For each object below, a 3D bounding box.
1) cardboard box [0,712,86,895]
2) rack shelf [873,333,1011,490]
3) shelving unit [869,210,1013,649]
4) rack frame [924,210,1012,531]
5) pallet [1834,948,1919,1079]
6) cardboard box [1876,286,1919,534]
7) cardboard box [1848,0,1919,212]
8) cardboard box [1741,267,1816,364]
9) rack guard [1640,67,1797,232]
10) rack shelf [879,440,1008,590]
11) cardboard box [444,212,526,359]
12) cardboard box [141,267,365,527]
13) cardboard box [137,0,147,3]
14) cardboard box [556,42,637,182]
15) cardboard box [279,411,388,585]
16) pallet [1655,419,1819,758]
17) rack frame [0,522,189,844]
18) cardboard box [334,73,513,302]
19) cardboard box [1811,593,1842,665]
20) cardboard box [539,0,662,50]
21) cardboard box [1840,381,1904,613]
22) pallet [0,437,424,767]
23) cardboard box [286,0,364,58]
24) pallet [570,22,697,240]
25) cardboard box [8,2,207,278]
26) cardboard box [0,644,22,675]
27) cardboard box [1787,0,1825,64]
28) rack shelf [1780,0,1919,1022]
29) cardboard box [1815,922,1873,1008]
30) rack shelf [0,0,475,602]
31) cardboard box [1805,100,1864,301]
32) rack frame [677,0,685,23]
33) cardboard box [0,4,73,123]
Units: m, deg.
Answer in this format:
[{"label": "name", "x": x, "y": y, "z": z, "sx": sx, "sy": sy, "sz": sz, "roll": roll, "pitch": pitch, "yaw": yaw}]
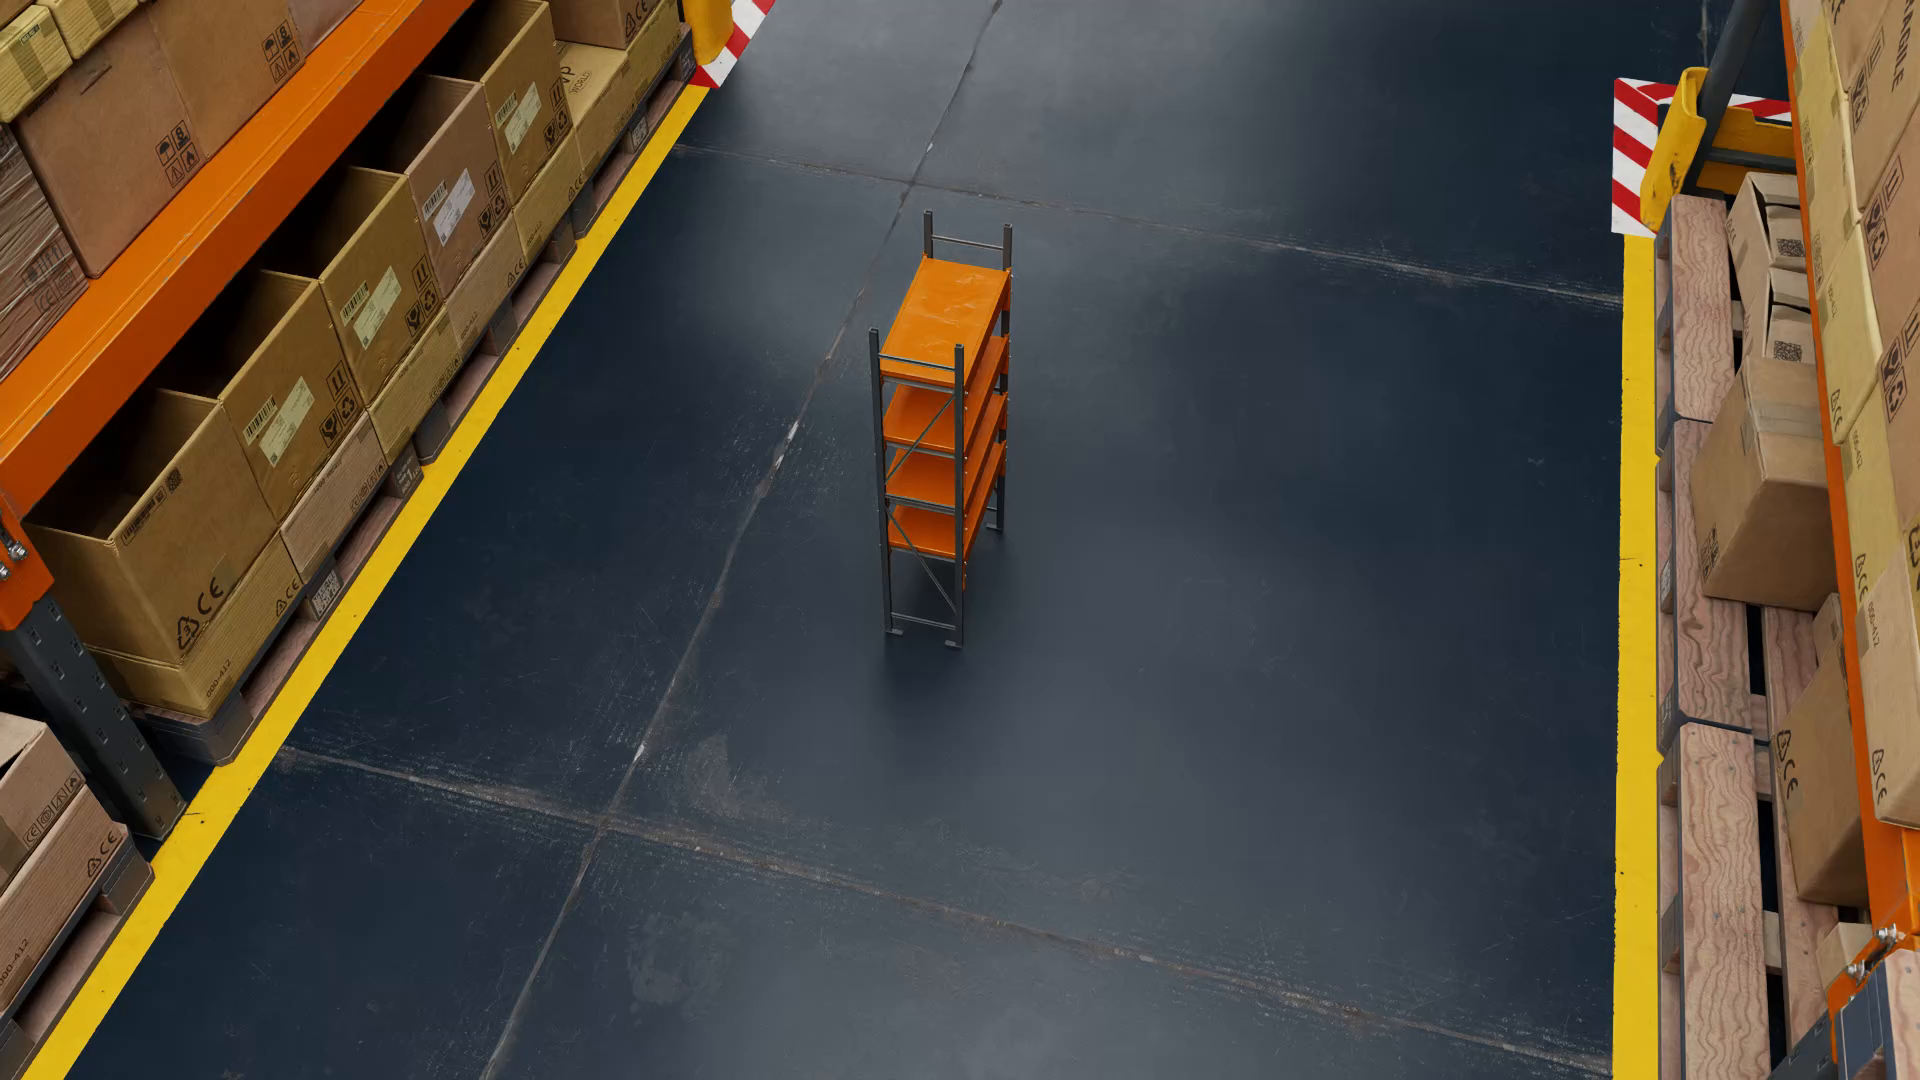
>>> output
[{"label": "cardboard box", "x": -2.461, "y": 0.623, "z": 3.879, "sx": 0.500, "sy": 0.311, "sz": 0.500, "roll": 12, "pitch": 50, "yaw": 10}, {"label": "rack shelf", "x": -0.044, "y": -0.381, "z": 4.577, "sx": 0.258, "sy": 0.148, "sz": 0.480, "roll": 12, "pitch": 50, "yaw": 10}, {"label": "shelving unit", "x": -0.044, "y": -0.277, "z": 4.694, "sx": 0.258, "sy": 1.200, "sz": 0.503, "roll": 12, "pitch": 50, "yaw": 10}, {"label": "rack frame", "x": 0.021, "y": -0.454, "z": 4.850, "sx": 0.240, "sy": 1.200, "sz": 0.015, "roll": 12, "pitch": 50, "yaw": 10}, {"label": "pallet", "x": 1.807, "y": 1.251, "z": 2.273, "sx": 1.003, "sy": 0.211, "sz": 1.213, "roll": 12, "pitch": 50, "yaw": 10}, {"label": "cardboard box", "x": 2.101, "y": -0.307, "z": 3.107, "sx": 0.500, "sy": 0.500, "sz": 0.500, "roll": 11, "pitch": 50, "yaw": 10}, {"label": "cardboard box", "x": 2.380, "y": -1.045, "z": 3.758, "sx": 0.500, "sy": 0.500, "sz": 0.500, "roll": 13, "pitch": 50, "yaw": 11}, {"label": "cardboard box", "x": 2.783, "y": -0.591, "z": 5.271, "sx": 0.500, "sy": 0.311, "sz": 0.500, "roll": 15, "pitch": 50, "yaw": 13}, {"label": "rack guard", "x": 3.182, "y": -1.348, "z": 6.106, "sx": 1.175, "sy": 0.500, "sz": 0.348, "roll": 12, "pitch": 50, "yaw": 10}, {"label": "rack shelf", "x": -0.044, "y": -0.101, "z": 4.894, "sx": 0.258, "sy": 0.148, "sz": 0.480, "roll": 12, "pitch": 50, "yaw": 10}, {"label": "cardboard box", "x": -1.818, "y": -0.900, "z": 5.598, "sx": 0.500, "sy": 0.250, "sz": 0.500, "roll": 12, "pitch": 50, "yaw": 10}, {"label": "cardboard box", "x": -2.083, "y": -0.426, "z": 4.679, "sx": 0.500, "sy": 0.500, "sz": 0.500, "roll": 12, "pitch": 50, "yaw": 10}, {"label": "cardboard box", "x": -2.106, "y": -1.454, "z": 4.034, "sx": 0.380, "sy": 0.149, "sz": 0.250, "roll": 10, "pitch": 49, "yaw": 9}, {"label": "cardboard box", "x": -1.555, "y": -1.624, "z": 6.236, "sx": 0.500, "sy": 0.250, "sz": 0.500, "roll": 12, "pitch": 50, "yaw": 10}, {"label": "cardboard box", "x": -2.080, "y": -0.177, "z": 4.959, "sx": 0.500, "sy": 0.250, "sz": 0.500, "roll": 12, "pitch": 50, "yaw": 10}, {"label": "pallet", "x": 2.611, "y": 0.208, "z": 4.926, "sx": 1.003, "sy": 0.211, "sz": 1.213, "roll": 12, "pitch": 50, "yaw": 10}, {"label": "rack frame", "x": -2.631, "y": -0.311, "z": 3.524, "sx": 1.000, "sy": 3.000, "sz": 0.127, "roll": 12, "pitch": 50, "yaw": 10}, {"label": "cardboard box", "x": -1.814, "y": -1.148, "z": 5.316, "sx": 0.500, "sy": 0.500, "sz": 0.500, "roll": 12, "pitch": 50, "yaw": 10}, {"label": "cardboard box", "x": 2.589, "y": 0.308, "z": 4.585, "sx": 0.380, "sy": 0.149, "sz": 0.250, "roll": 8, "pitch": 49, "yaw": 7}, {"label": "cardboard box", "x": -1.433, "y": -2.235, "z": 6.276, "sx": 0.500, "sy": 0.500, "sz": 0.500, "roll": 12, "pitch": 50, "yaw": 10}, {"label": "cardboard box", "x": 2.120, "y": -0.055, "z": 3.384, "sx": 0.500, "sy": 0.250, "sz": 0.500, "roll": 12, "pitch": 50, "yaw": 10}, {"label": "pallet", "x": -2.382, "y": 0.044, "z": 5.070, "sx": 1.003, "sy": 0.211, "sz": 1.213, "roll": 12, "pitch": 50, "yaw": 10}, {"label": "cardboard box", "x": -2.118, "y": -1.782, "z": 4.756, "sx": 0.700, "sy": 0.500, "sz": 0.500, "roll": 13, "pitch": 50, "yaw": 11}, {"label": "pallet", "x": -1.739, "y": -1.721, "z": 6.628, "sx": 1.003, "sy": 0.211, "sz": 1.213, "roll": 12, "pitch": 50, "yaw": 10}, {"label": "cardboard box", "x": -2.388, "y": -1.050, "z": 4.109, "sx": 0.700, "sy": 0.500, "sz": 0.500, "roll": 11, "pitch": 50, "yaw": 10}, {"label": "cardboard box", "x": -2.720, "y": 0.081, "z": 4.732, "sx": 0.500, "sy": 0.250, "sz": 0.500, "roll": 12, "pitch": 50, "yaw": 10}, {"label": "cardboard box", "x": 2.644, "y": -1.518, "z": 4.676, "sx": 0.500, "sy": 0.250, "sz": 0.500, "roll": 10, "pitch": 49, "yaw": 9}, {"label": "rack shelf", "x": 2.675, "y": -0.545, "z": 4.210, "sx": 1.077, "sy": 0.370, "sz": 4.000, "roll": 12, "pitch": 50, "yaw": 10}, {"label": "cardboard box", "x": 2.261, "y": 1.062, "z": 3.908, "sx": 0.380, "sy": 0.166, "sz": 0.250, "roll": 6, "pitch": 49, "yaw": 5}, {"label": "rack shelf", "x": -2.105, "y": -1.520, "z": 5.071, "sx": 1.077, "sy": 0.370, "sz": 4.000, "roll": 12, "pitch": 50, "yaw": 10}, {"label": "cardboard box", "x": 2.369, "y": -0.786, "z": 4.029, "sx": 0.500, "sy": 0.250, "sz": 0.500, "roll": 12, "pitch": 50, "yaw": 10}, {"label": "rack frame", "x": -1.578, "y": -3.205, "z": 6.078, "sx": 1.000, "sy": 3.000, "sz": 0.127, "roll": 12, "pitch": 50, "yaw": 10}, {"label": "cardboard box", "x": -2.241, "y": -1.084, "z": 3.707, "sx": 0.380, "sy": 0.149, "sz": 0.250, "roll": 10, "pitch": 49, "yaw": 9}]
